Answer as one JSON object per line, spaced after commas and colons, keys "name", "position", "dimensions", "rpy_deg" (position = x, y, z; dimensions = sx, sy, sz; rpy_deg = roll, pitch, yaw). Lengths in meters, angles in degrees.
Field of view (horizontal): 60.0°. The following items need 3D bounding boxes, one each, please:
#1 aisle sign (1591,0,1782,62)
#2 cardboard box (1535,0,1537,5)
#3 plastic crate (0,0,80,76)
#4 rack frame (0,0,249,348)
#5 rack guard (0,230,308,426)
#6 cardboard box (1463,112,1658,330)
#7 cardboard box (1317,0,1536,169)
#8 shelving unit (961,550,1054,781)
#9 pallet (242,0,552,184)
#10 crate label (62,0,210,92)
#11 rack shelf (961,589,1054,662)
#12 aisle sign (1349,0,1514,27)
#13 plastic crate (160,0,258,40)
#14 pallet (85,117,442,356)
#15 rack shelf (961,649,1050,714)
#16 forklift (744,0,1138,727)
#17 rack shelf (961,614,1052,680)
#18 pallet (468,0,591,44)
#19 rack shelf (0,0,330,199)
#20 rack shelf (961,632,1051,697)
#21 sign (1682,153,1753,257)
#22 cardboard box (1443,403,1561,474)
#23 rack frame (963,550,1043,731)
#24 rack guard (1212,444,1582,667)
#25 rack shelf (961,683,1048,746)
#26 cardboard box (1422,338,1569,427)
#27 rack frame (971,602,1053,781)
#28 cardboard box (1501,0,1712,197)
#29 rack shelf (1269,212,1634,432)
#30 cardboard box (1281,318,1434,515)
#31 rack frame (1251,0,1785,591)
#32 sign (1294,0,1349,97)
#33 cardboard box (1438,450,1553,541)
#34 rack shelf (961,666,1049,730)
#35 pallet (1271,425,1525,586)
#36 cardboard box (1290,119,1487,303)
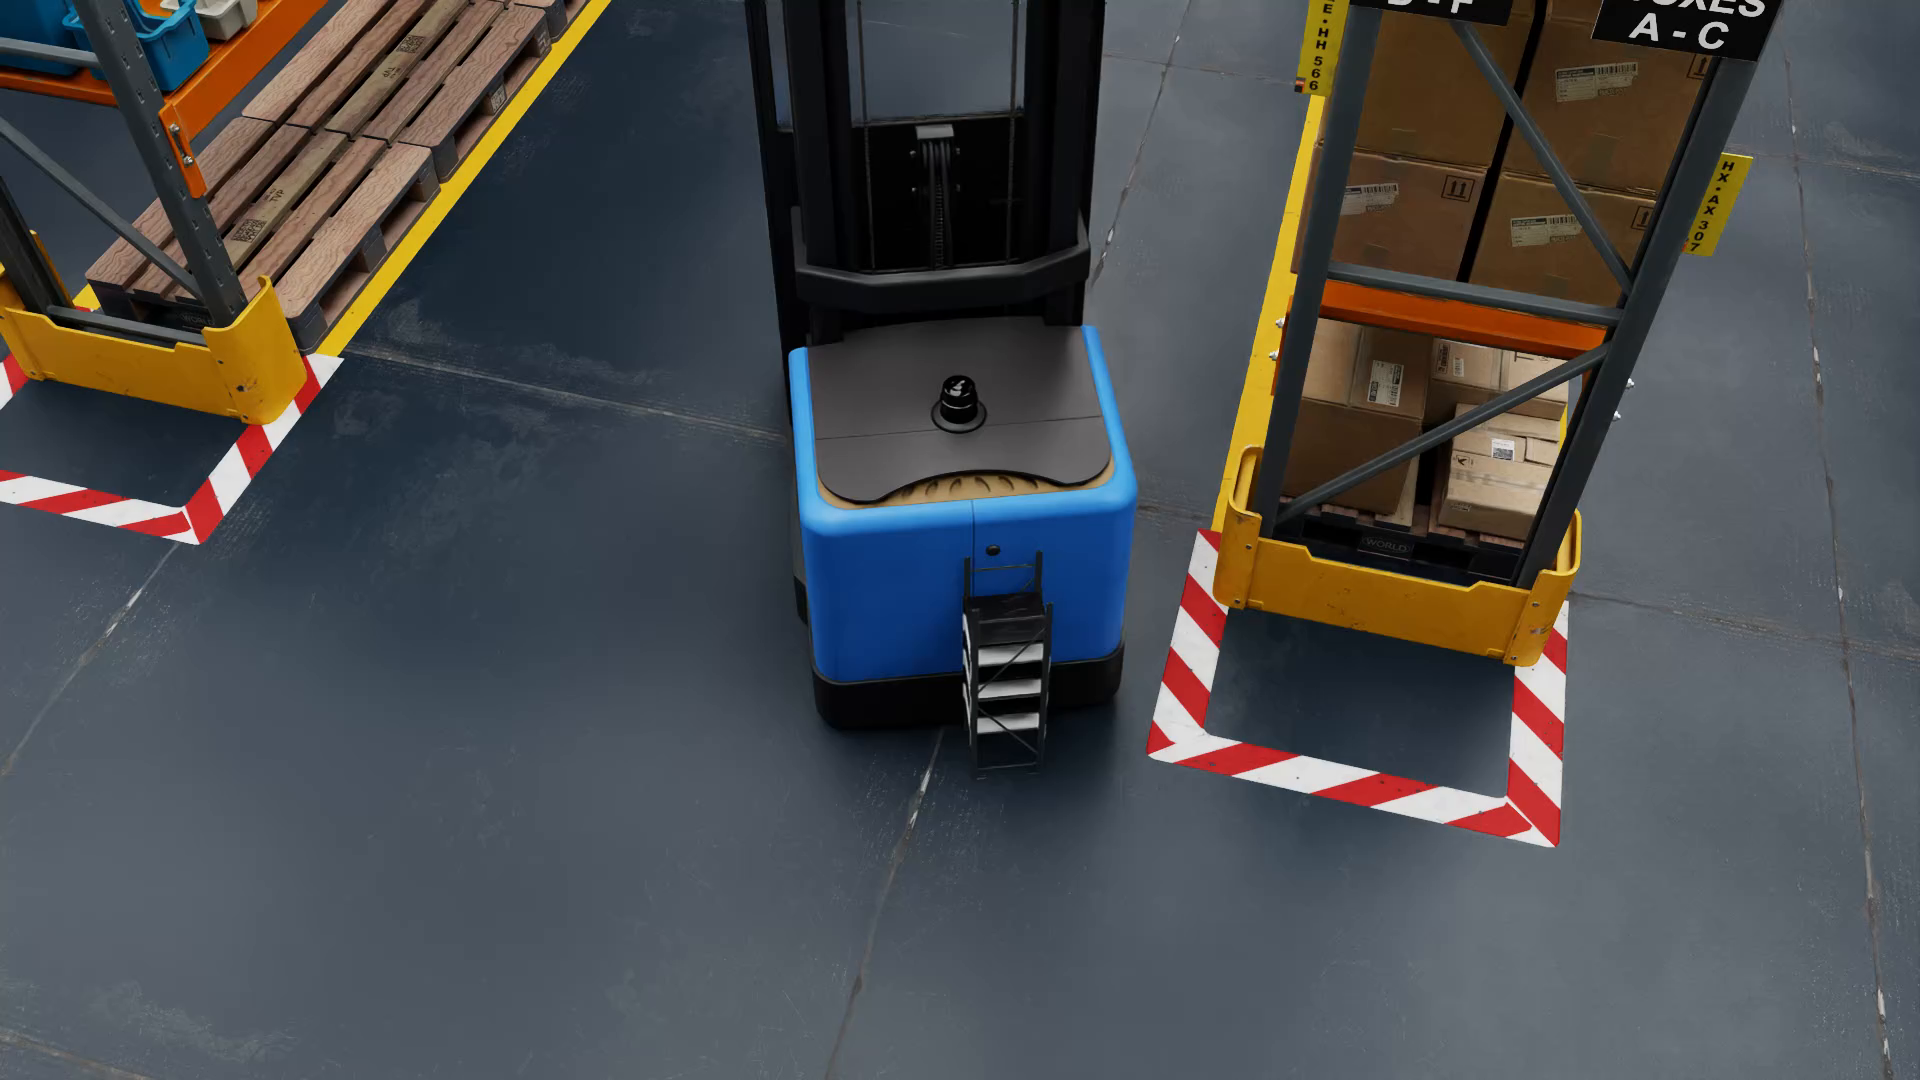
{"name": "aisle sign", "position": [1.762, -1.471, 3.814], "dimensions": [0.394, 0.787, 0.004], "rpy_deg": [12, 50, 10]}
{"name": "cardboard box", "position": [1.998, -1.731, 5.044], "dimensions": [0.500, 0.500, 0.500], "rpy_deg": [12, 50, 10]}
{"name": "plastic crate", "position": [-3.373, -2.009, 5.959], "dimensions": [0.616, 0.435, 0.499], "rpy_deg": [12, 50, 10]}
{"name": "rack frame", "position": [-3.281, -1.699, 5.749], "dimensions": [1.000, 3.000, 0.127], "rpy_deg": [12, 50, 10]}
{"name": "rack guard", "position": [-3.275, -0.852, 6.668], "dimensions": [1.175, 0.500, 0.348], "rpy_deg": [12, 50, 10]}
{"name": "cardboard box", "position": [1.868, -1.021, 5.083], "dimensions": [0.500, 0.500, 0.500], "rpy_deg": [13, 50, 11]}
{"name": "cardboard box", "position": [1.349, -1.459, 4.803], "dimensions": [0.500, 0.500, 0.500], "rpy_deg": [11, 50, 10]}
{"name": "shelving unit", "position": [0.143, 0.417, 5.282], "dimensions": [0.258, 0.900, 0.210], "rpy_deg": [-5, 49, -4]}
{"name": "pallet", "position": [-2.703, -2.245, 8.090], "dimensions": [1.003, 0.211, 1.213], "rpy_deg": [12, 50, 10]}
{"name": "crate label", "position": [-2.898, -1.777, 5.889], "dimensions": [0.416, 0.233, 0.303], "rpy_deg": [12, 50, 10]}
{"name": "rack shelf", "position": [0.143, 0.260, 5.104], "dimensions": [0.258, 0.077, 0.200], "rpy_deg": [-5, 49, -4]}
{"name": "aisle sign", "position": [1.183, -1.590, 3.919], "dimensions": [0.394, 0.787, 0.004], "rpy_deg": [12, 50, 10]}
{"name": "plastic crate", "position": [-2.734, -1.961, 6.116], "dimensions": [0.250, 0.136, 0.298], "rpy_deg": [12, 50, 10]}
{"name": "pallet", "position": [-3.026, -1.365, 7.314], "dimensions": [1.003, 0.211, 1.213], "rpy_deg": [12, 50, 10]}
{"name": "rack shelf", "position": [0.143, 0.439, 5.307], "dimensions": [0.258, 0.077, 0.200], "rpy_deg": [-5, 49, -4]}
{"name": "forklift", "position": [-0.133, -1.456, 5.580], "dimensions": [1.130, 2.935, 3.031], "rpy_deg": [-5, 49, -4]}
{"name": "rack shelf", "position": [0.143, 0.320, 5.172], "dimensions": [0.258, 0.077, 0.200], "rpy_deg": [-5, 49, -4]}
{"name": "pallet", "position": [-2.384, -3.130, 8.871], "dimensions": [1.003, 0.211, 1.213], "rpy_deg": [12, 50, 10]}
{"name": "rack shelf", "position": [-2.755, -2.907, 7.295], "dimensions": [1.077, 0.370, 4.000], "rpy_deg": [12, 50, 10]}
{"name": "rack shelf", "position": [0.143, 0.380, 5.239], "dimensions": [0.258, 0.077, 0.200], "rpy_deg": [-5, 49, -4]}
{"name": "sign", "position": [2.020, -0.898, 4.465], "dimensions": [0.100, 0.325, 0.005], "rpy_deg": [12, 50, 10]}
{"name": "cardboard box", "position": [2.004, -0.342, 6.148], "dimensions": [0.380, 0.166, 0.250], "rpy_deg": [12, 50, 10]}
{"name": "rack frame", "position": [0.131, 0.341, 5.349], "dimensions": [0.240, 0.900, 0.006], "rpy_deg": [-5, 49, -4]}
{"name": "rack guard", "position": [1.517, 0.054, 5.869], "dimensions": [1.175, 0.500, 0.348], "rpy_deg": [12, 50, 10]}
{"name": "rack shelf", "position": [0.143, 0.558, 5.442], "dimensions": [0.258, 0.077, 0.200], "rpy_deg": [-5, 49, -4]}
{"name": "cardboard box", "position": [2.045, -0.653, 6.366], "dimensions": [0.500, 0.250, 0.500], "rpy_deg": [12, 50, 10]}
{"name": "rack frame", "position": [0.155, 0.493, 5.215], "dimensions": [0.240, 0.900, 0.006], "rpy_deg": [-5, 49, -4]}
{"name": "cardboard box", "position": [1.868, -1.351, 4.709], "dimensions": [0.500, 0.500, 0.500], "rpy_deg": [13, 50, 11]}
{"name": "rack shelf", "position": [2.023, -1.927, 6.430], "dimensions": [1.077, 0.370, 4.000], "rpy_deg": [12, 50, 10]}
{"name": "cardboard box", "position": [1.402, -0.479, 6.046], "dimensions": [0.500, 0.500, 0.500], "rpy_deg": [12, 50, 10]}
{"name": "rack frame", "position": [1.497, -0.719, 4.884], "dimensions": [1.000, 3.000, 0.127], "rpy_deg": [12, 50, 10]}
{"name": "sign", "position": [0.967, -1.330, 4.440], "dimensions": [0.100, 0.325, 0.005], "rpy_deg": [12, 50, 10]}
{"name": "cardboard box", "position": [1.939, -0.156, 5.995], "dimensions": [0.380, 0.149, 0.250], "rpy_deg": [12, 50, 10]}
{"name": "rack shelf", "position": [0.143, 0.499, 5.374], "dimensions": [0.258, 0.077, 0.200], "rpy_deg": [-5, 49, -4]}
{"name": "pallet", "position": [1.726, -0.428, 6.487], "dimensions": [1.003, 0.211, 1.213], "rpy_deg": [12, 50, 10]}
{"name": "cardboard box", "position": [1.352, -1.129, 5.179], "dimensions": [0.500, 0.500, 0.500], "rpy_deg": [13, 50, 11]}
